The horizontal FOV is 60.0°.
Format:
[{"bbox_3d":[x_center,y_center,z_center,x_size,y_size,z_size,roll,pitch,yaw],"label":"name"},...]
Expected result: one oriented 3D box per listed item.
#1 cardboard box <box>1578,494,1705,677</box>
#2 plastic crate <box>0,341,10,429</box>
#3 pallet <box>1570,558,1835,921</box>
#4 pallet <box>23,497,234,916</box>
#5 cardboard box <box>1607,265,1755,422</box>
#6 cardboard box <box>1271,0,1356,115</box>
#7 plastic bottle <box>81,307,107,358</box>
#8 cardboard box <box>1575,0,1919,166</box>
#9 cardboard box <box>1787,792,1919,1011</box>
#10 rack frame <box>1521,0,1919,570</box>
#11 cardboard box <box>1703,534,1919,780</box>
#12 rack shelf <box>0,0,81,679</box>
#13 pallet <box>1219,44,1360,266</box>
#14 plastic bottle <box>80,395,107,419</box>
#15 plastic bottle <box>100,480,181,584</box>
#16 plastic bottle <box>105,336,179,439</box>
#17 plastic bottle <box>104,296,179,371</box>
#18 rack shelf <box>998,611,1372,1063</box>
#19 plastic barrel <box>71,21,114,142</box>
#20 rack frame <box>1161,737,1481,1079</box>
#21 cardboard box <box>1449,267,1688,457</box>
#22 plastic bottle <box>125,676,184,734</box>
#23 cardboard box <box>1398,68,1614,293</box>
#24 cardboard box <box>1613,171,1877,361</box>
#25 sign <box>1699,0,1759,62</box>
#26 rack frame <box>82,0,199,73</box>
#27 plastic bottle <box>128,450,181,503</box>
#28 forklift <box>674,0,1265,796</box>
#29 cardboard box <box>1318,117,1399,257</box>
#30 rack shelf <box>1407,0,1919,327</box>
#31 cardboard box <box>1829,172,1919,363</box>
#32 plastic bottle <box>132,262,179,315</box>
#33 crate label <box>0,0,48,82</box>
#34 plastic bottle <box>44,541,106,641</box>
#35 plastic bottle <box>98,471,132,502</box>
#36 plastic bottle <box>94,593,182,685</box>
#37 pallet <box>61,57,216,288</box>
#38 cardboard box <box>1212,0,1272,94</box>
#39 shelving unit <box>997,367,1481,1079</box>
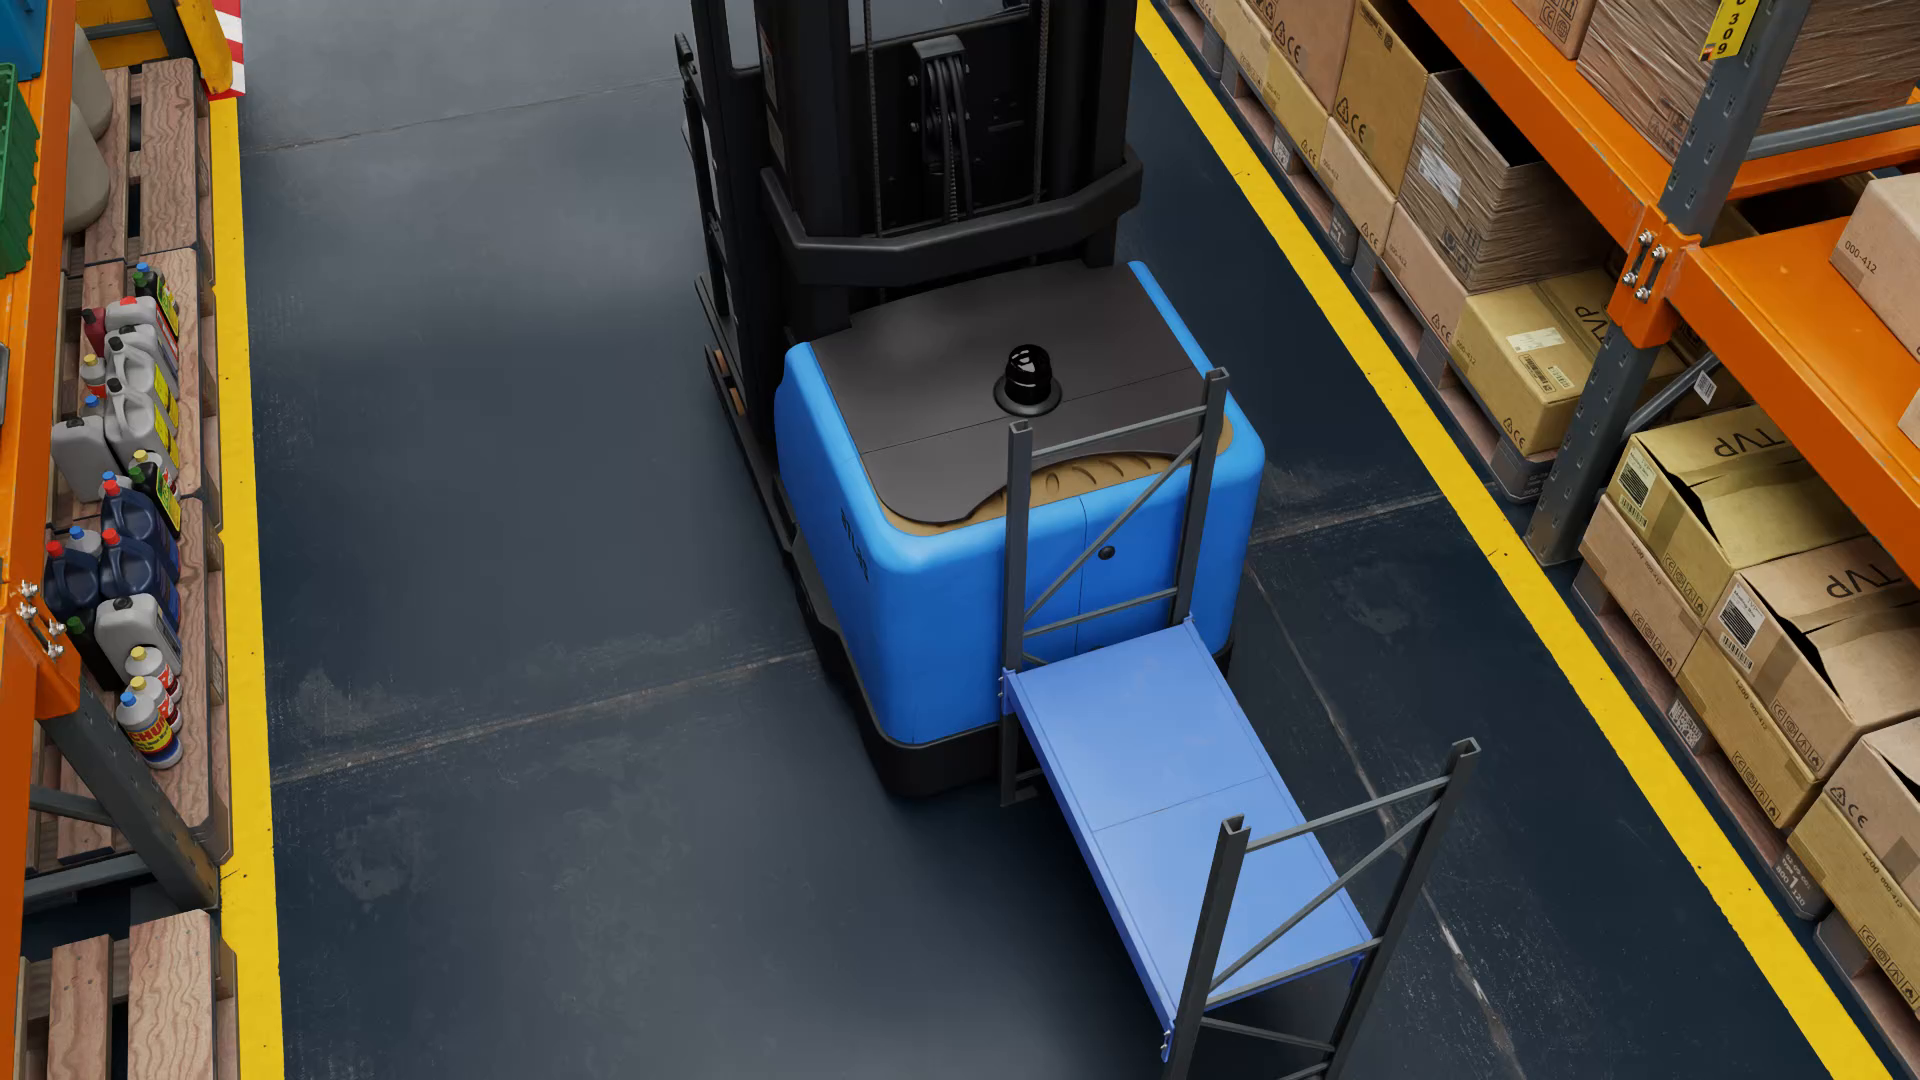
[{"bbox_3d":[2.151,0.068,4.755,0.500,0.250,0.500,-14,51,-12],"label":"cardboard box"},{"bbox_3d":[-2.498,-0.307,3.588,0.767,0.338,0.504,-13,51,-11],"label":"plastic crate"},{"bbox_3d":[2.524,0.394,4.779,1.003,0.211,1.213,-13,51,-11],"label":"pallet"},{"bbox_3d":[-2.623,0.482,4.705,1.003,0.211,1.213,-13,51,-11],"label":"pallet"},{"bbox_3d":[2.421,-0.690,5.393,0.500,0.250,0.500,-13,51,-11],"label":"cardboard box"},{"bbox_3d":[1.473,-1.908,5.930,0.500,0.500,0.500,-13,51,-11],"label":"cardboard box"},{"bbox_3d":[-2.738,-0.647,5.322,0.061,0.283,0.133,-13,51,-11],"label":"plastic bottle"},{"bbox_3d":[2.131,-1.388,4.393,0.700,0.500,0.500,-15,51,-12],"label":"cardboard box"},{"bbox_3d":[2.457,0.819,4.121,0.500,0.250,0.500,-15,51,-12],"label":"cardboard box"},{"bbox_3d":[2.269,-1.034,4.159,1.000,3.000,0.127,-13,51,-11],"label":"rack frame"},{"bbox_3d":[2.296,0.262,4.225,0.500,0.311,0.500,-14,51,-11],"label":"cardboard box"},{"bbox_3d":[-3.056,-1.145,4.724,1.077,0.370,4.000,-13,51,-11],"label":"rack shelf"},{"bbox_3d":[1.709,-1.618,6.476,1.003,0.211,1.213,-13,51,-11],"label":"pallet"},{"bbox_3d":[-2.646,-0.364,5.138,0.097,0.201,0.097,0,50,0],"label":"plastic bottle"},{"bbox_3d":[-2.362,-0.026,4.754,0.144,0.351,0.185,-15,52,-13],"label":"plastic bottle"},{"bbox_3d":[-2.543,-0.472,5.131,0.144,0.351,0.185,-11,51,-9],"label":"plastic bottle"},{"bbox_3d":[-2.637,-0.669,5.346,0.152,0.276,0.135,-13,51,-11],"label":"plastic bottle"},{"bbox_3d":[0.518,0.665,3.944,0.538,0.185,1.000,-16,52,-13],"label":"rack shelf"},{"bbox_3d":[-3.380,-1.708,6.080,0.421,0.512,0.421,0,50,0],"label":"plastic barrel"},{"bbox_3d":[0.693,0.914,3.499,0.500,1.500,0.032,-16,52,-13],"label":"rack frame"},{"bbox_3d":[1.923,-0.572,5.294,0.500,0.250,0.500,-13,51,-11],"label":"cardboard box"},{"bbox_3d":[-2.170,0.438,4.462,0.097,0.201,0.097,0,50,0],"label":"plastic bottle"},{"bbox_3d":[1.786,-1.181,5.317,0.500,0.500,0.500,-13,51,-11],"label":"cardboard box"},{"bbox_3d":[2.431,-0.934,5.109,0.500,0.500,0.500,-13,51,-11],"label":"cardboard box"},{"bbox_3d":[1.739,-1.212,3.691,0.100,0.325,0.005,-13,51,-11],"label":"sign"},{"bbox_3d":[-3.647,-2.838,5.680,1.000,3.000,0.127,-13,51,-11],"label":"rack frame"},{"bbox_3d":[-2.424,-0.189,4.990,0.097,0.201,0.097,0,50,0],"label":"plastic bottle"},{"bbox_3d":[-0.216,-1.396,4.510,1.130,2.935,3.031,-16,52,-13],"label":"forklift"},{"bbox_3d":[1.622,-1.301,5.909,0.500,0.250,0.500,-13,51,-11],"label":"cardboard box"},{"bbox_3d":[1.677,-2.262,5.666,1.077,0.370,4.000,-13,51,-11],"label":"rack shelf"},{"bbox_3d":[2.456,-0.636,3.922,0.500,0.250,0.500,-10,51,-9],"label":"cardboard box"},{"bbox_3d":[-2.685,-0.835,5.535,0.097,0.201,0.097,0,50,0],"label":"plastic bottle"},{"bbox_3d":[-2.845,-1.566,4.585,0.502,0.435,0.616,-13,51,-11],"label":"crate label"},{"bbox_3d":[-2.444,0.145,4.611,0.144,0.351,0.185,-13,51,-11],"label":"plastic bottle"},{"bbox_3d":[-2.442,-0.099,4.868,0.097,0.271,0.097,0,50,0],"label":"plastic bottle"},{"bbox_3d":[-2.262,0.258,4.564,0.152,0.276,0.135,-12,51,-10],"label":"plastic bottle"},{"bbox_3d":[-3.345,-1.300,6.208,1.003,0.211,1.213,-13,51,-11],"label":"pallet"},{"bbox_3d":[1.331,-2.033,6.525,0.500,0.250,0.500,-13,51,-11],"label":"cardboard box"},{"bbox_3d":[0.518,0.549,3.806,0.538,1.500,1.048,-16,52,-13],"label":"shelving unit"}]
